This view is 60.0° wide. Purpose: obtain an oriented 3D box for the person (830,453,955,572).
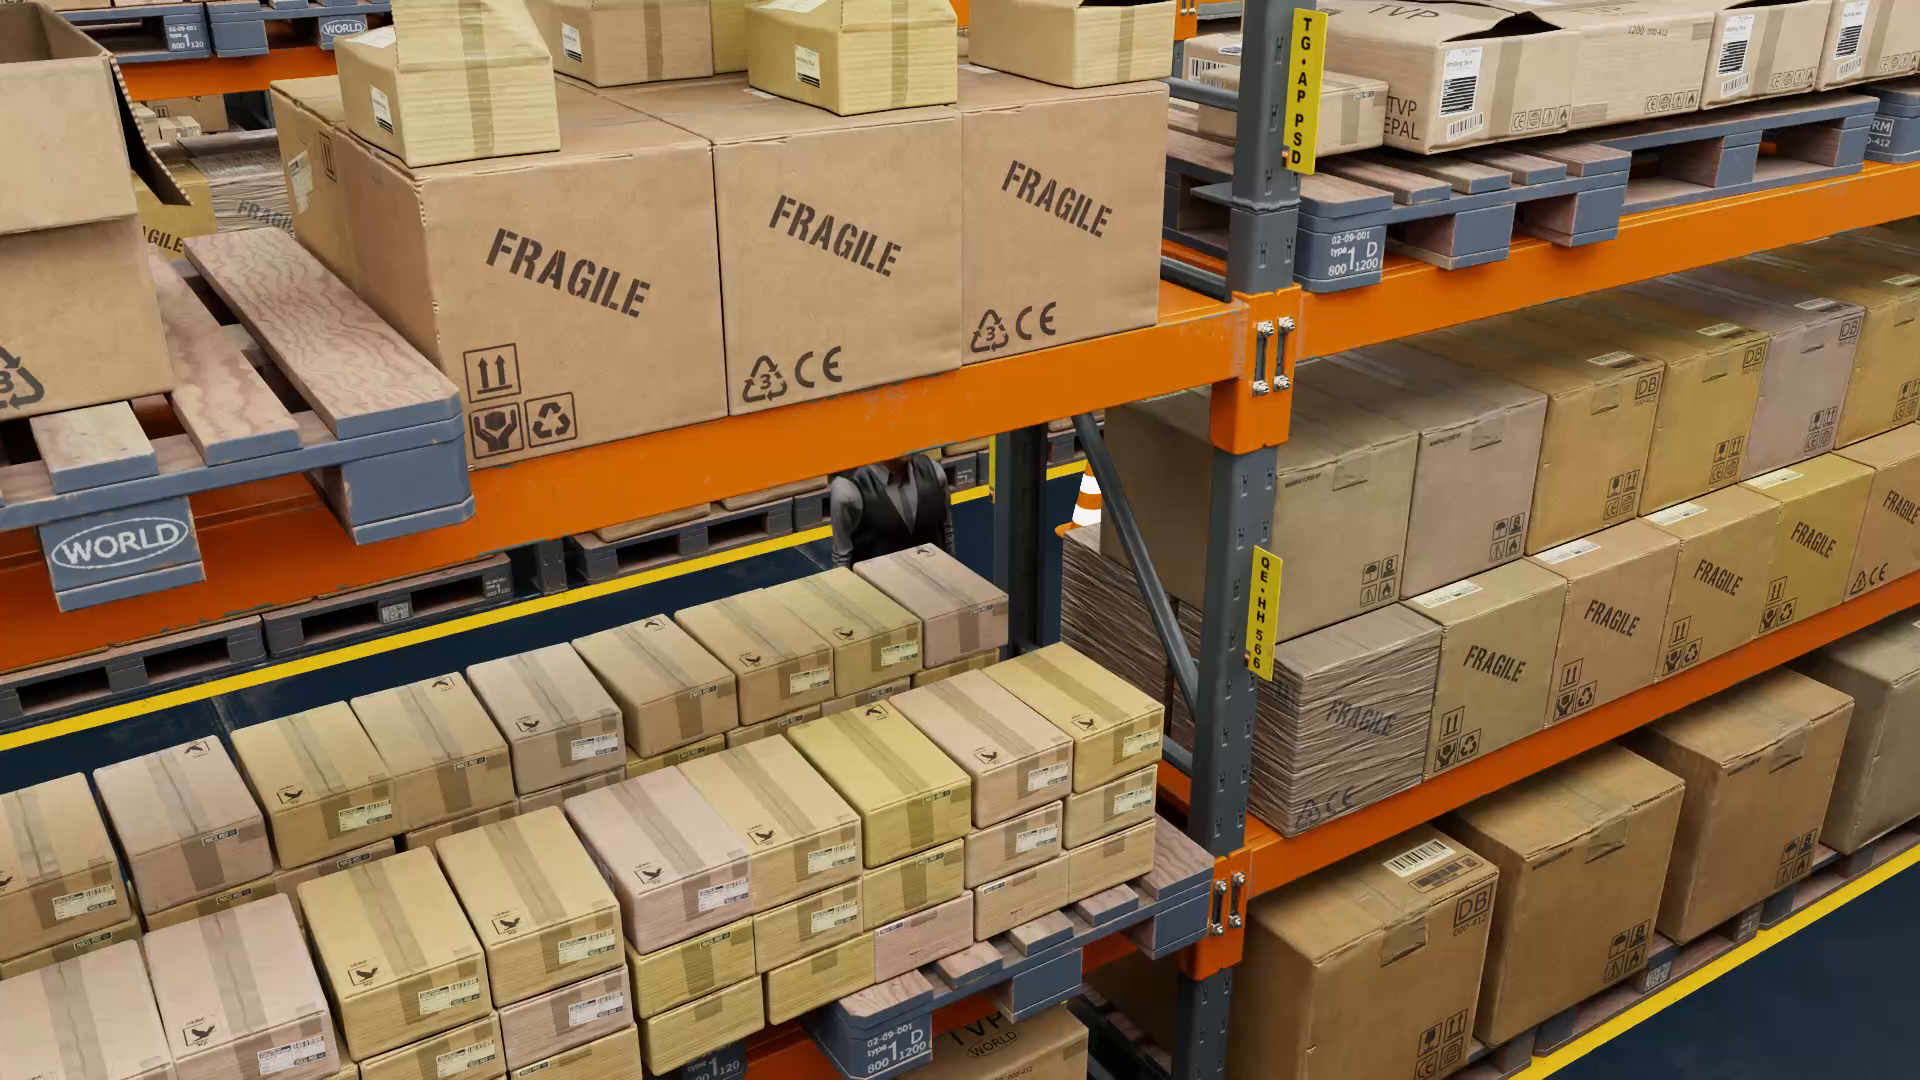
[{"bbox_3d":[-0.242,0.286,6.577,0.531,1.756,0.362,-15,29,-28],"label":"person"}]
